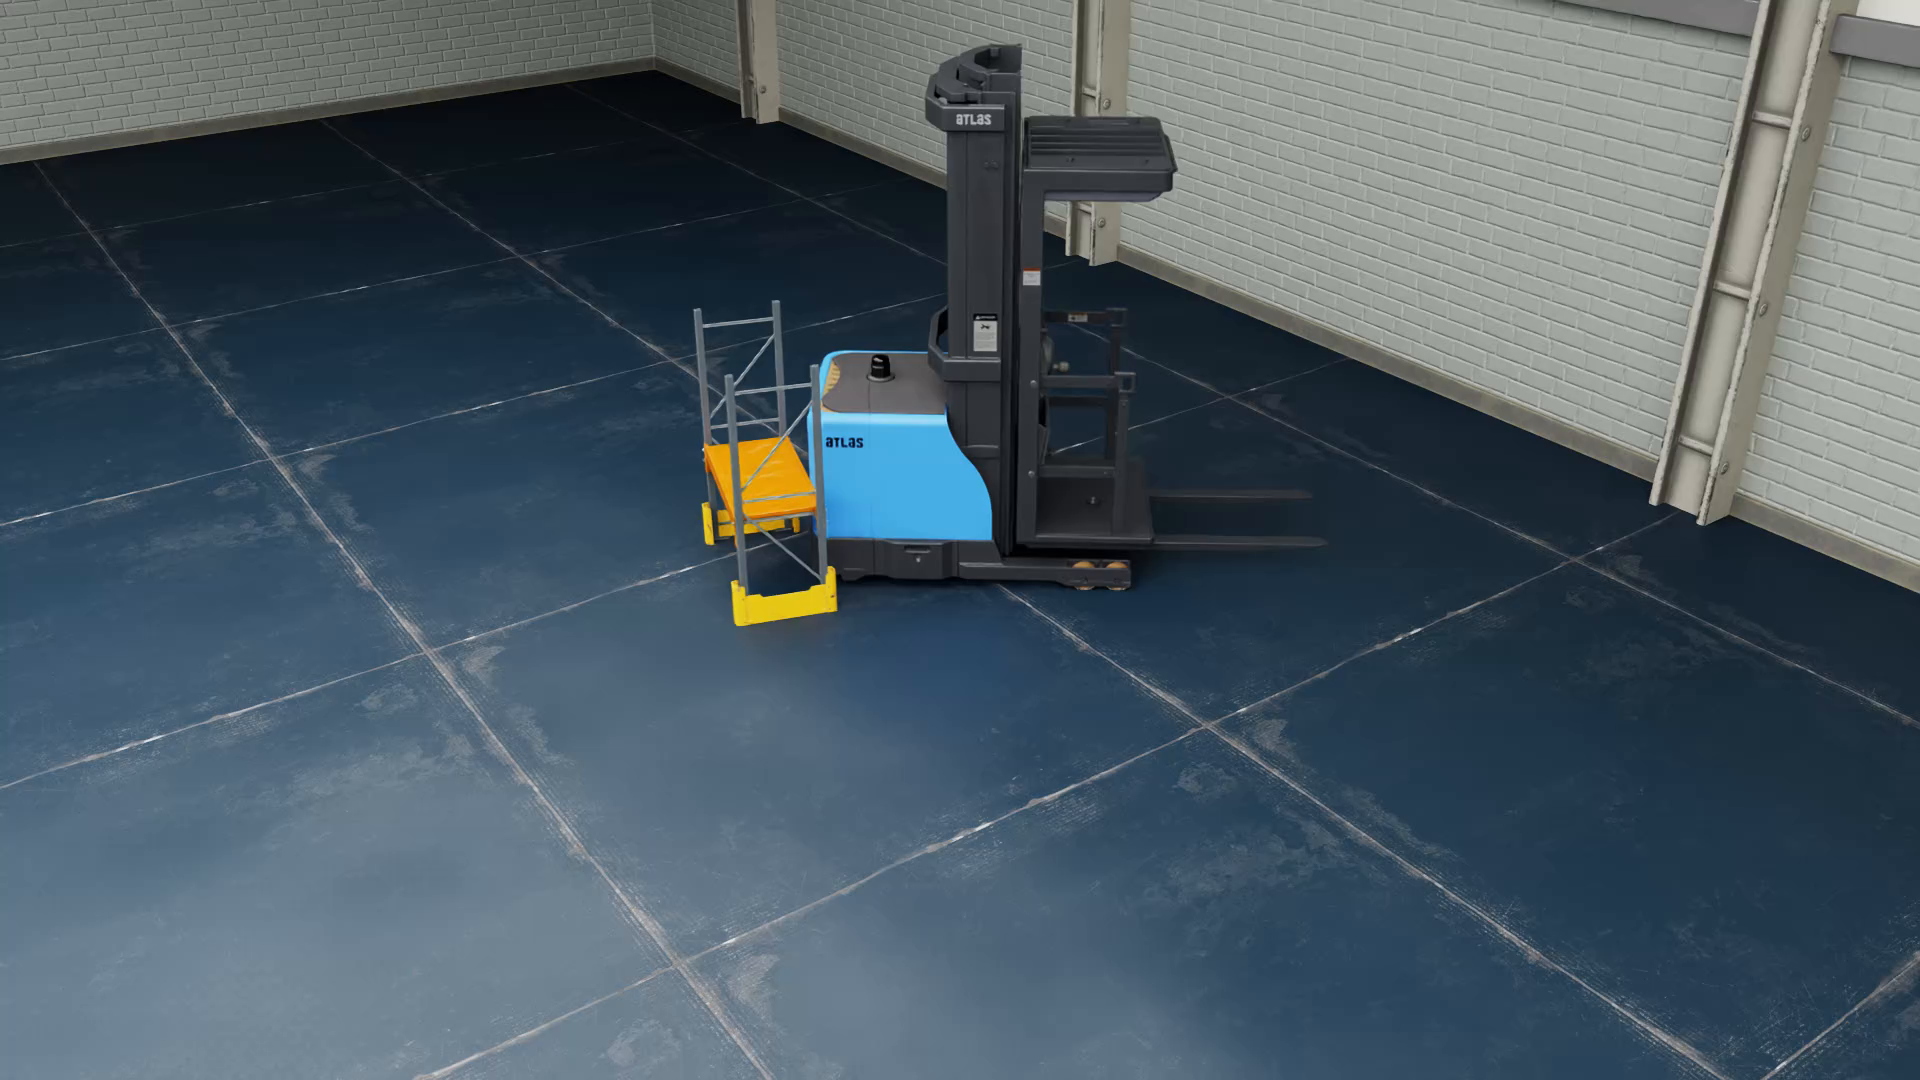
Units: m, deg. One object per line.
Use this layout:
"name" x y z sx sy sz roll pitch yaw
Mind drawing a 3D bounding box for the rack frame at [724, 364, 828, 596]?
"rack frame" -0.990 -0.231 9.103 0.500 1.500 0.032 -8 30 -15

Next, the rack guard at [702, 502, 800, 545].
"rack guard" -1.283 -0.136 10.239 0.587 0.250 0.087 -8 30 -15

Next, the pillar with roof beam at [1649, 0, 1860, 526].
"pillar with roof beam" 1.159 -2.969 6.289 9.100 9.000 0.400 -19 34 -31

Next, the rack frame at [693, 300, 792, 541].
"rack frame" -1.289 -0.695 9.957 0.500 1.500 0.032 -8 30 -15

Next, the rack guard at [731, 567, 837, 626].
"rack guard" -0.990 0.318 9.403 0.587 0.250 0.087 -8 30 -15

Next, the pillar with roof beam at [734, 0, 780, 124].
"pillar with roof beam" -5.802 -7.635 14.878 9.100 9.000 0.400 -19 34 -31

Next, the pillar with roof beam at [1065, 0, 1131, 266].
"pillar with roof beam" -2.321 -5.302 10.584 9.100 9.000 0.400 -19 34 -31

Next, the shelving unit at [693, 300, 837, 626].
"shelving unit" -1.137 -0.459 9.523 0.587 1.500 1.083 -8 30 -15

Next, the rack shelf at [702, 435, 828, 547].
"rack shelf" -1.139 -0.305 9.616 0.538 0.185 1.000 -8 30 -15

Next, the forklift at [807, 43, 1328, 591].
"forklift" 0.656 -1.249 9.479 3.031 2.935 1.130 1 29 2
